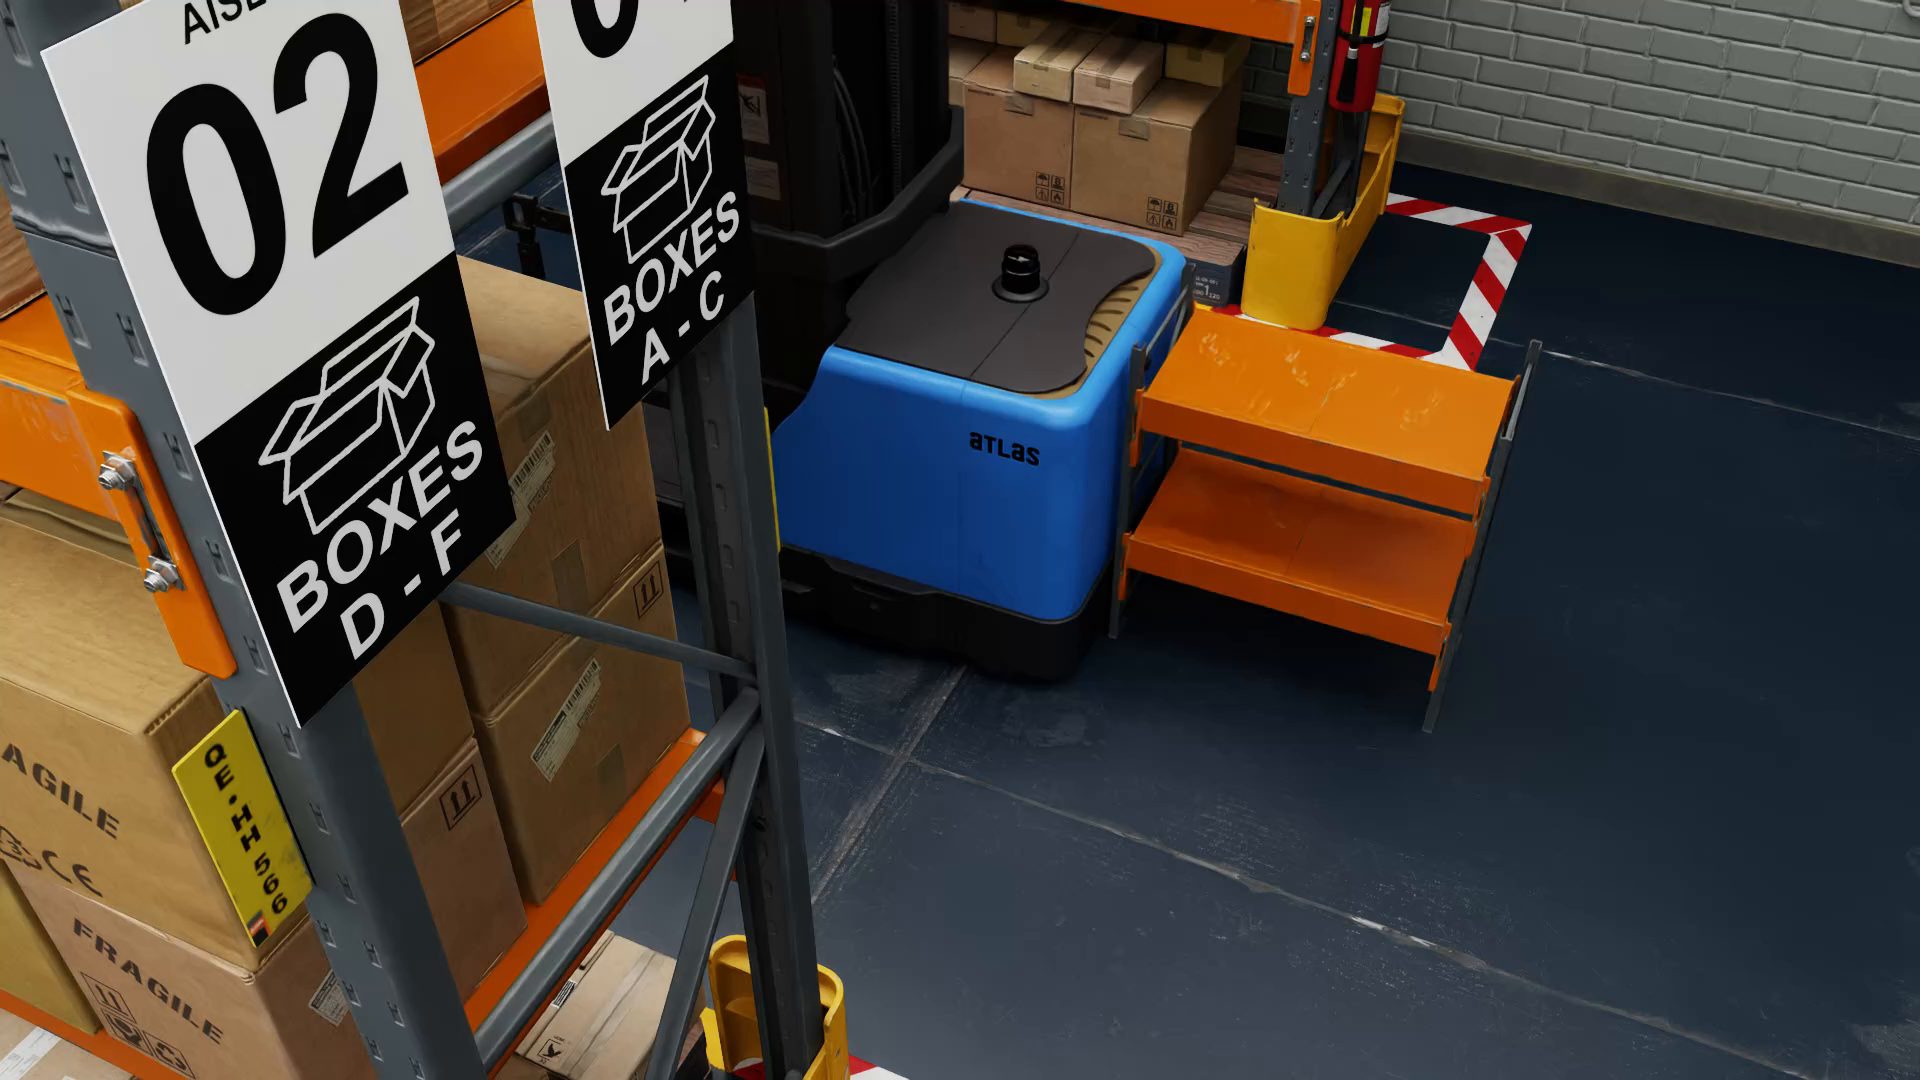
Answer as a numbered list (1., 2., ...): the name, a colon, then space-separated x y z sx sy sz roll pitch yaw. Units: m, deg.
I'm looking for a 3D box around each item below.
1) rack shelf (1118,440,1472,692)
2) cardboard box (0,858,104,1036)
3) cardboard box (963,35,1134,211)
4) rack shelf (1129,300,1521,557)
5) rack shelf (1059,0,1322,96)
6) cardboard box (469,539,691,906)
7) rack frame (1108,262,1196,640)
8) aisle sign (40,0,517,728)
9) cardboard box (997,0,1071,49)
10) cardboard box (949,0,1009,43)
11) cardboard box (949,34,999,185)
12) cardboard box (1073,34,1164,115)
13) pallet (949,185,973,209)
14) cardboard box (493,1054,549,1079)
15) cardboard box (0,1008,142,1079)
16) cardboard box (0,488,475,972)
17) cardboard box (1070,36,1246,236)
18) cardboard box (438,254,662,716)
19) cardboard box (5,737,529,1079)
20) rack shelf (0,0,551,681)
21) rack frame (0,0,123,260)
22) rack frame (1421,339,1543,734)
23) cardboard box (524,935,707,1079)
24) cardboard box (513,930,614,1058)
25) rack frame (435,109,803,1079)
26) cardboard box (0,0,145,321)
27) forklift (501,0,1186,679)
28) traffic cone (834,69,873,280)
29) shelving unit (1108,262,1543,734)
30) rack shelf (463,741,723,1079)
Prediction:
1. rack shelf: 1.059 0.063 5.192 1.000 0.278 0.538 16 43 18
2. cardboard box: -1.571 0.433 2.884 0.500 0.500 0.500 17 44 19
3. cardboard box: 0.382 -1.853 7.186 0.500 0.500 0.700 17 44 19
4. rack shelf: 1.059 -0.343 4.840 1.000 0.278 0.538 16 43 18
5. rack shelf: -0.300 -2.648 7.064 4.000 0.370 1.077 17 44 19
6. cardboard box: -0.869 0.258 3.086 0.500 0.500 0.500 18 44 20
7. rack frame: 0.594 -0.257 5.187 0.032 1.125 0.500 16 43 18
8. aisle sign: -0.646 -0.207 1.713 0.004 0.787 0.394 17 44 19
9. cardboard box: 0.348 -2.253 7.152 0.250 0.149 0.380 17 44 19
10. cardboard box: 0.117 -2.324 7.233 0.250 0.149 0.380 18 44 19
11. cardboard box: -0.074 -1.992 7.346 0.500 0.500 0.700 16 43 17
12. cardboard box: 0.643 -1.887 6.730 0.250 0.149 0.380 16 44 18
13. pallet: -0.347 -1.826 7.696 1.213 0.211 1.003 17 44 19
14. cardboard box: -1.175 1.349 3.476 0.500 0.500 0.500 17 44 19
15. cardboard box: -2.024 1.163 3.882 0.500 0.250 0.500 17 44 19
16. cardboard box: -1.098 0.199 2.390 0.500 0.500 0.500 17 44 18
17. cardboard box: 0.836 -1.715 7.026 0.500 0.500 0.700 17 44 19
18. cardboard box: -0.869 -0.120 2.759 0.500 0.500 0.500 18 44 20
19. cardboard box: -1.099 0.575 2.720 0.500 0.500 0.500 18 44 20
20. rack shelf: -2.391 -0.840 2.689 4.000 0.370 1.077 17 44 19
21. rack frame: -0.578 -1.692 0.832 0.127 3.000 1.000 17 44 19
22. rack frame: 1.524 0.012 4.877 0.032 1.125 0.500 16 43 18
23. cardboard box: -0.813 1.166 3.955 0.250 0.149 0.380 17 44 19
24. cardboard box: -1.039 1.090 4.029 0.250 0.166 0.380 17 44 19
25. rack frame: -0.577 0.573 2.799 0.053 2.616 0.949 17 44 19
26. cardboard box: -1.155 -0.488 1.847 0.500 0.250 0.500 17 44 19
27. forklift: -0.842 -1.314 5.028 3.031 2.935 1.130 16 43 18
28. traffic cone: -0.402 -0.924 5.162 0.307 1.202 0.062 17 44 19
29. shelving unit: 1.059 -0.122 5.032 1.048 1.125 0.538 16 43 18
30. rack shelf: -2.391 0.219 3.607 3.809 0.124 0.919 17 44 19
